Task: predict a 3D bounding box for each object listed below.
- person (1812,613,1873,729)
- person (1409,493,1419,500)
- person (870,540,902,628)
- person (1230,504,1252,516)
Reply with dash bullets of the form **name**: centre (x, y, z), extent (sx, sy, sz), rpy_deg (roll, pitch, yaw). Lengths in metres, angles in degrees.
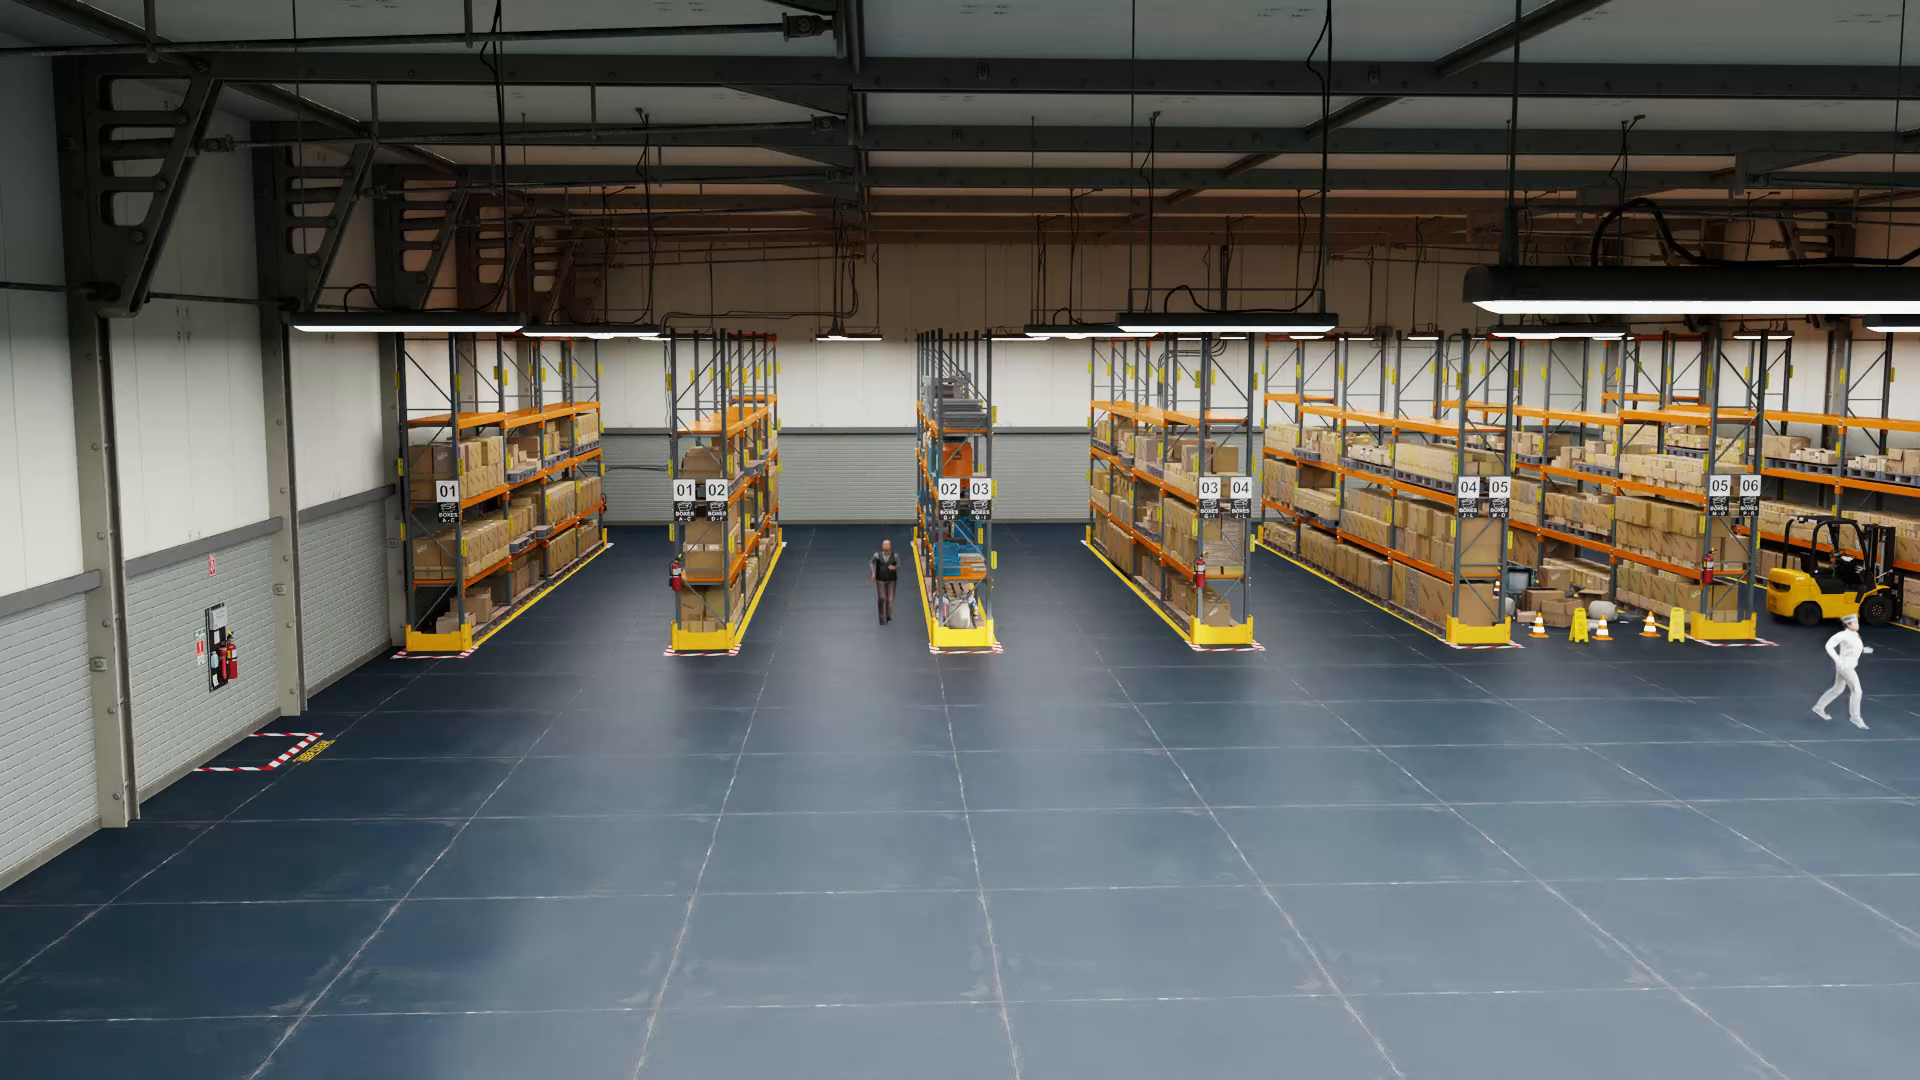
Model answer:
- **person**: centre (13.316, 1.944, 25.047), extent (0.805, 1.747, 0.587), rpy_deg (5, 9, 39)
- **person**: centre (13.470, -0.875, 49.488), extent (0.532, 1.547, 0.580), rpy_deg (1, 7, 7)
- **person**: centre (-1.502, 0.918, 33.866), extent (0.624, 1.701, 0.750), rpy_deg (-1, 7, -10)
- **person**: centre (7.520, -0.412, 44.603), extent (0.625, 1.762, 0.659), rpy_deg (0, 7, 2)
